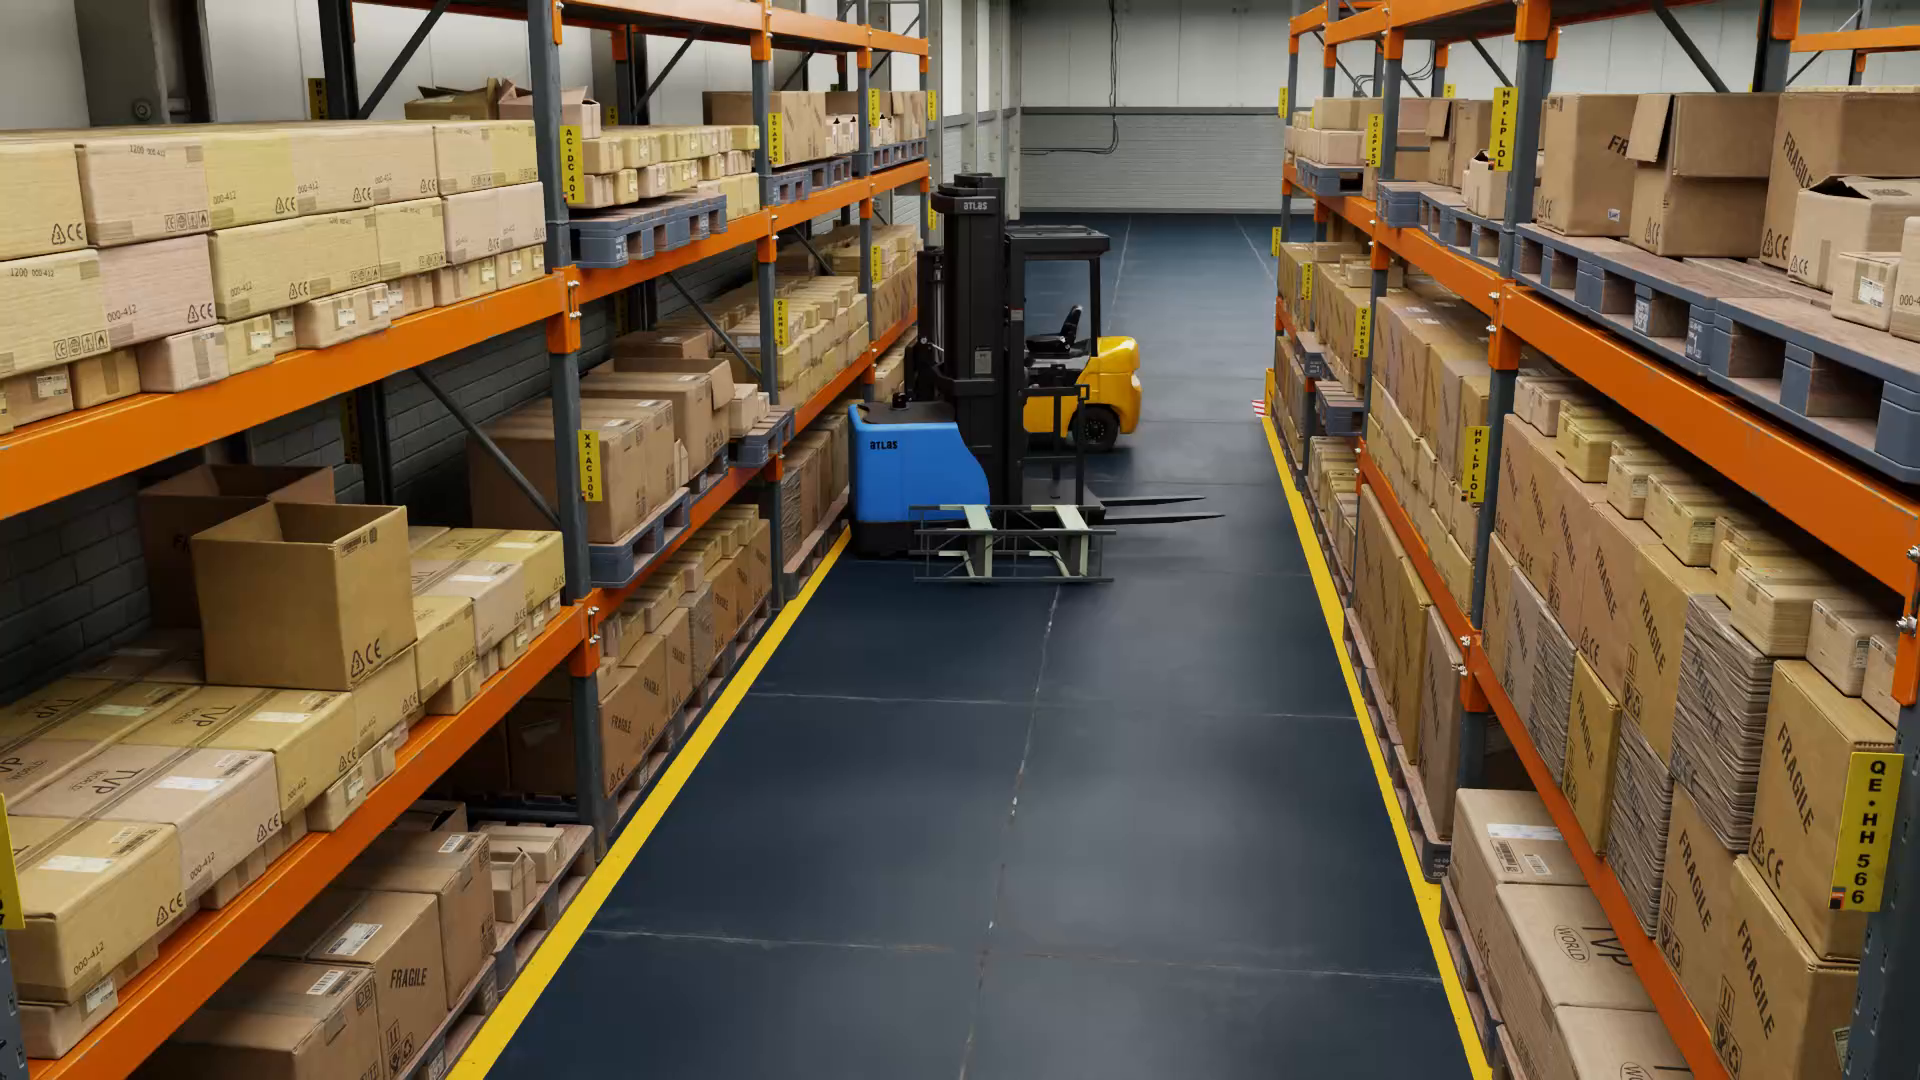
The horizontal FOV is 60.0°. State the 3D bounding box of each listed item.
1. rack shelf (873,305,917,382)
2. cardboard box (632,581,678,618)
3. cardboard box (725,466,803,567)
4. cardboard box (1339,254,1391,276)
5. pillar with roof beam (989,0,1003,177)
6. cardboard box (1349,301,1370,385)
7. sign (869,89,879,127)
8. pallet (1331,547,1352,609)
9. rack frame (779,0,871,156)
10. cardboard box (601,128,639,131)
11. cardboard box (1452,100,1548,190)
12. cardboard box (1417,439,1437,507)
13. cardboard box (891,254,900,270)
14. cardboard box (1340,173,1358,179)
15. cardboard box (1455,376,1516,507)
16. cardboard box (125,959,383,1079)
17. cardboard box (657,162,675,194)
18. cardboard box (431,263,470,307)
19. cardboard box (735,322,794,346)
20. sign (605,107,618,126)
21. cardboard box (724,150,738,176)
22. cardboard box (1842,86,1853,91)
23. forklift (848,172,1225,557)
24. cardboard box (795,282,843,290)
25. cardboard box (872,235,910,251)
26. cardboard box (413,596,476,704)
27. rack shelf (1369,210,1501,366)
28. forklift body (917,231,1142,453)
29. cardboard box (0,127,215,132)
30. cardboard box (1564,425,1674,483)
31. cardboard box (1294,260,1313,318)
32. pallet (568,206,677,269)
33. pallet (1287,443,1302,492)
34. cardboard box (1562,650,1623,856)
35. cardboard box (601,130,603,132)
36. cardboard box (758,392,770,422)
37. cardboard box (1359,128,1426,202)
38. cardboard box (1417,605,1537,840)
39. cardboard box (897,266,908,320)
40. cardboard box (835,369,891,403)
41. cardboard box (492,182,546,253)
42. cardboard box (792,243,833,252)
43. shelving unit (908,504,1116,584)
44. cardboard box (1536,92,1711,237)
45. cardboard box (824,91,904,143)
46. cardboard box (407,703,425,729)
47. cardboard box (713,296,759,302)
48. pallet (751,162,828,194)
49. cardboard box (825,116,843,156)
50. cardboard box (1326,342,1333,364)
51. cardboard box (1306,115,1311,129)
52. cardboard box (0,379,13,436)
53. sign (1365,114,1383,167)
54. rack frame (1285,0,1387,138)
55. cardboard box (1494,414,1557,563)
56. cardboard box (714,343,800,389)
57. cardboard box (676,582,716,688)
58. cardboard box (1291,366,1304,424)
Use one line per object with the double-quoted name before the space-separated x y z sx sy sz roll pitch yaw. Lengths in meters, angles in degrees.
"rack shelf" -1.082 -2.177 17.344 1.077 0.370 4.000 2 15 6
"cardboard box" -1.821 0.335 9.419 0.380 0.149 0.250 2 15 8
"cardboard box" -1.675 -0.186 12.347 0.875 0.625 0.625 2 15 8
"cardboard box" 3.200 -2.171 13.137 0.380 0.149 0.250 3 15 9
"pillar with roof beam" 5.155 -11.882 40.366 9.100 9.000 0.400 2 15 6
"cardboard box" 2.948 -1.343 11.317 0.500 0.500 0.500 1 15 5
"sign" -0.768 -3.841 14.781 0.100 0.325 0.005 2 15 6
"pallet" 3.263 0.321 12.071 1.003 0.211 1.213 2 15 6
"rack frame" -1.308 -4.901 14.548 1.000 3.000 0.127 2 15 6
"cardboard box" -2.142 -2.392 9.970 0.380 0.149 0.250 2 15 8
"cardboard box" 3.250 -2.259 9.528 0.700 0.500 0.500 1 15 3
"cardboard box" 2.631 -0.340 8.502 0.500 0.250 0.500 2 15 8
"cardboard box" -0.816 -2.842 16.992 0.380 0.149 0.250 1 15 5
"cardboard box" 3.357 -3.278 14.772 0.380 0.149 0.250 2 15 7
"cardboard box" 2.523 -0.439 7.433 0.500 0.500 0.500 2 15 8
"cardboard box" -2.364 1.735 5.485 0.700 0.500 0.500 2 15 9
"cardboard box" -1.669 -1.839 8.455 0.380 0.149 0.250 2 15 6
"cardboard box" -2.060 -0.959 6.196 0.380 0.149 0.250 2 15 6
"cardboard box" -1.402 -1.472 11.927 0.380 0.149 0.250 2 15 7
"sign" -2.310 -2.722 11.094 0.100 0.325 0.005 2 15 6
"cardboard box" -1.609 -2.370 10.458 0.380 0.149 0.250 1 15 5
"cardboard box" 8.422 -4.135 15.417 0.380 0.149 0.250 2 15 6
"forklift" 0.620 -1.436 13.357 3.031 2.935 1.130 -2 15 -7
"cardboard box" -1.217 -2.142 14.403 0.380 0.149 0.250 2 15 6
"cardboard box" -0.732 -3.115 17.430 0.380 0.149 0.250 2 15 7
"cardboard box" -2.137 0.397 6.165 0.500 0.250 0.500 2 15 6
"rack shelf" 2.947 -1.405 8.742 1.077 0.370 4.000 2 15 6
"forklift body" 0.742 -2.087 17.261 2.313 2.155 1.214 2 15 6
"cardboard box" -2.699 -1.175 5.273 0.500 0.250 0.500 2 15 6
"cardboard box" 2.281 -0.290 5.637 0.380 0.149 0.250 1 15 5
"cardboard box" 3.533 -2.443 16.188 0.500 0.500 0.500 2 15 8
"pallet" -2.067 -1.455 7.909 1.213 0.211 1.003 2 15 6
"pallet" 3.665 -0.689 15.806 1.003 0.211 1.213 2 15 6
"cardboard box" 2.227 0.673 5.234 0.500 0.500 0.500 2 15 8
"cardboard box" -2.145 -2.133 8.974 0.380 0.149 0.250 2 15 8
"cardboard box" -1.452 -0.868 10.801 0.380 0.149 0.250 2 15 7
"cardboard box" 3.317 -2.717 12.019 0.797 0.503 0.637 2 15 6
"cardboard box" 2.712 0.875 7.947 0.875 0.875 0.875 2 15 8
"cardboard box" -0.822 -2.558 17.183 0.500 0.500 0.500 2 15 7
"cardboard box" -0.942 -1.480 15.935 0.500 0.250 0.500 1 15 5
"cardboard box" -2.016 -1.317 6.757 0.500 0.250 0.500 2 15 6
"cardboard box" -1.471 -2.868 16.519 0.380 0.149 0.250 1 15 5
"shelving unit" 0.376 0.021 12.689 1.500 0.431 0.755 0 16 -5
"cardboard box" 2.447 -1.386 6.107 0.500 0.500 0.500 2 15 7
"cardboard box" -0.983 -4.256 16.716 0.797 0.503 0.637 2 15 8
"cardboard box" -2.206 0.615 6.121 0.380 0.149 0.250 2 15 7
"cardboard box" -1.779 -1.888 13.463 0.380 0.149 0.250 2 15 7
"pallet" -1.648 -2.793 12.861 1.003 0.211 1.213 2 15 9
"cardboard box" -1.234 -3.267 13.427 0.500 0.311 0.500 1 15 4
"cardboard box" 3.073 -1.470 13.029 0.380 0.149 0.250 2 15 8
"cardboard box" 3.414 -3.866 15.420 0.380 0.149 0.250 2 15 8
"cardboard box" -2.395 -0.295 3.743 0.380 0.149 0.250 2 15 7
"sign" 2.634 -2.537 10.560 0.100 0.325 0.005 2 15 6
"rack frame" 4.076 -5.793 17.848 1.000 3.000 0.127 2 15 6
"cardboard box" 2.427 -0.200 6.547 0.500 0.500 0.500 2 15 7
"cardboard box" -1.442 -1.244 11.845 0.500 0.250 0.500 2 15 6
"cardboard box" -1.757 0.553 9.856 0.500 0.500 0.500 1 15 4
"cardboard box" 3.480 -1.391 16.085 0.500 0.500 0.500 2 15 7
